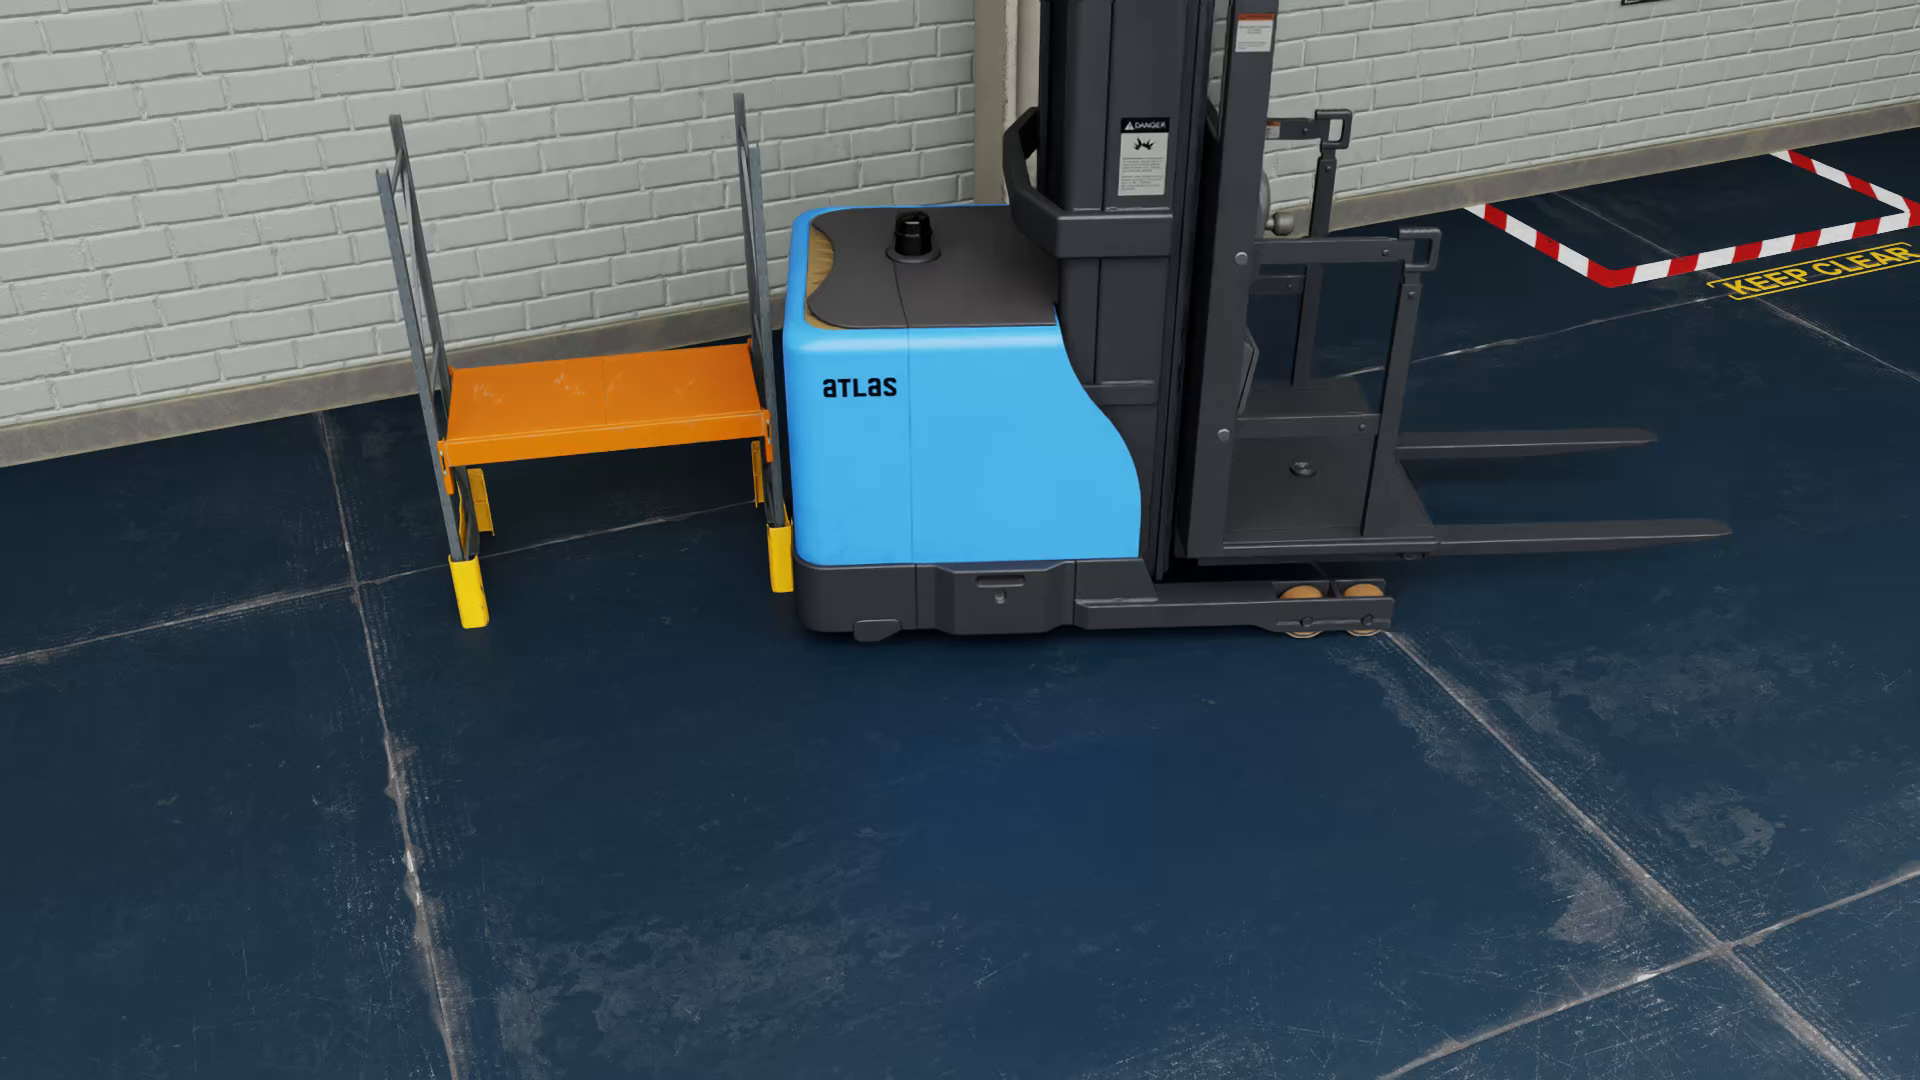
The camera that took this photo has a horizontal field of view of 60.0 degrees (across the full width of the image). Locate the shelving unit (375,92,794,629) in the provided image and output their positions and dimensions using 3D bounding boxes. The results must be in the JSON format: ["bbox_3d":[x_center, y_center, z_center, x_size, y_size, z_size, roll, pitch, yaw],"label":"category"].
[{"bbox_3d":[-1.122,-0.559,5.234,1.083,1.500,0.587,-6,34,-10],"label":"shelving unit"}]

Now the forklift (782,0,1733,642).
[{"bbox_3d":[0.973,-1.205,4.915,3.031,2.935,1.130,-2,33,-2],"label":"forklift"}]

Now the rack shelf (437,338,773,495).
[{"bbox_3d":[-1.131,-0.407,5.331,1.000,0.185,0.538,-6,34,-10],"label":"rack shelf"}]

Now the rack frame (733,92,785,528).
[{"bbox_3d":[-0.633,-0.613,5.318,0.032,1.500,0.500,-6,34,-10],"label":"rack frame"}]

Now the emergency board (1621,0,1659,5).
[{"bbox_3d":[3.524,-3.110,7.779,0.626,1.169,0.157,-13,35,-19],"label":"emergency board"}]

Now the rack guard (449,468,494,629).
[{"bbox_3d":[-1.610,0.019,5.492,0.087,0.250,0.587,-6,34,-10],"label":"rack guard"}]

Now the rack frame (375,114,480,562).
[{"bbox_3d":[-1.629,-0.503,5.147,0.032,1.500,0.500,-6,34,-10],"label":"rack frame"}]

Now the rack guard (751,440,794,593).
[{"bbox_3d":[-0.634,-0.089,5.658,0.087,0.250,0.587,-6,34,-10],"label":"rack guard"}]

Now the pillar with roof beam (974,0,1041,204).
[{"bbox_3d":[1.967,-2.688,1.630,0.400,9.000,9.100,-13,35,-19],"label":"pillar with roof beam"}]
